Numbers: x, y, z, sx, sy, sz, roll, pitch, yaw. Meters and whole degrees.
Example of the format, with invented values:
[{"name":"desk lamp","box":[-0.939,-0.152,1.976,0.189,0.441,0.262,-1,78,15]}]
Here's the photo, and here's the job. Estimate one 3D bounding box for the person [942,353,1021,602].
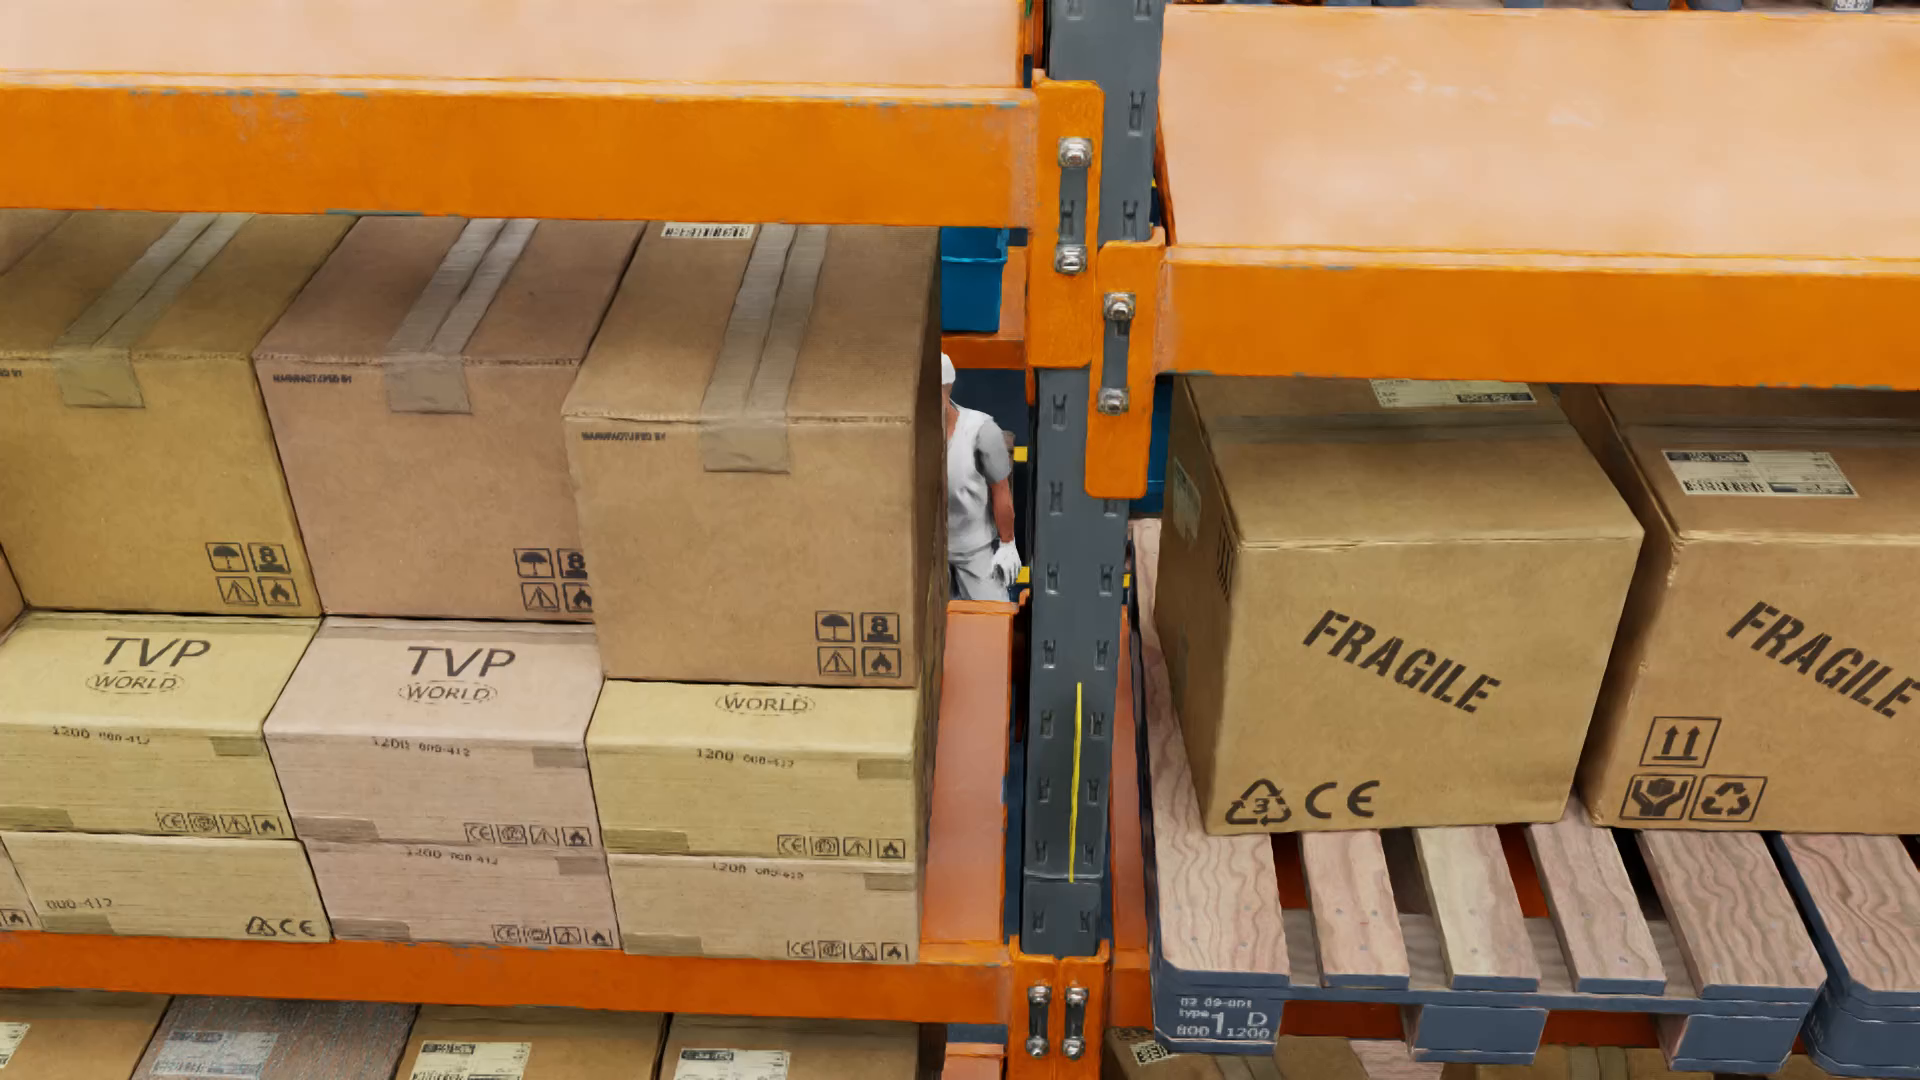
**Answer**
[{"name":"person","box":[-0.034,0.023,7.098,0.605,1.758,0.539,4,36,6]}]
